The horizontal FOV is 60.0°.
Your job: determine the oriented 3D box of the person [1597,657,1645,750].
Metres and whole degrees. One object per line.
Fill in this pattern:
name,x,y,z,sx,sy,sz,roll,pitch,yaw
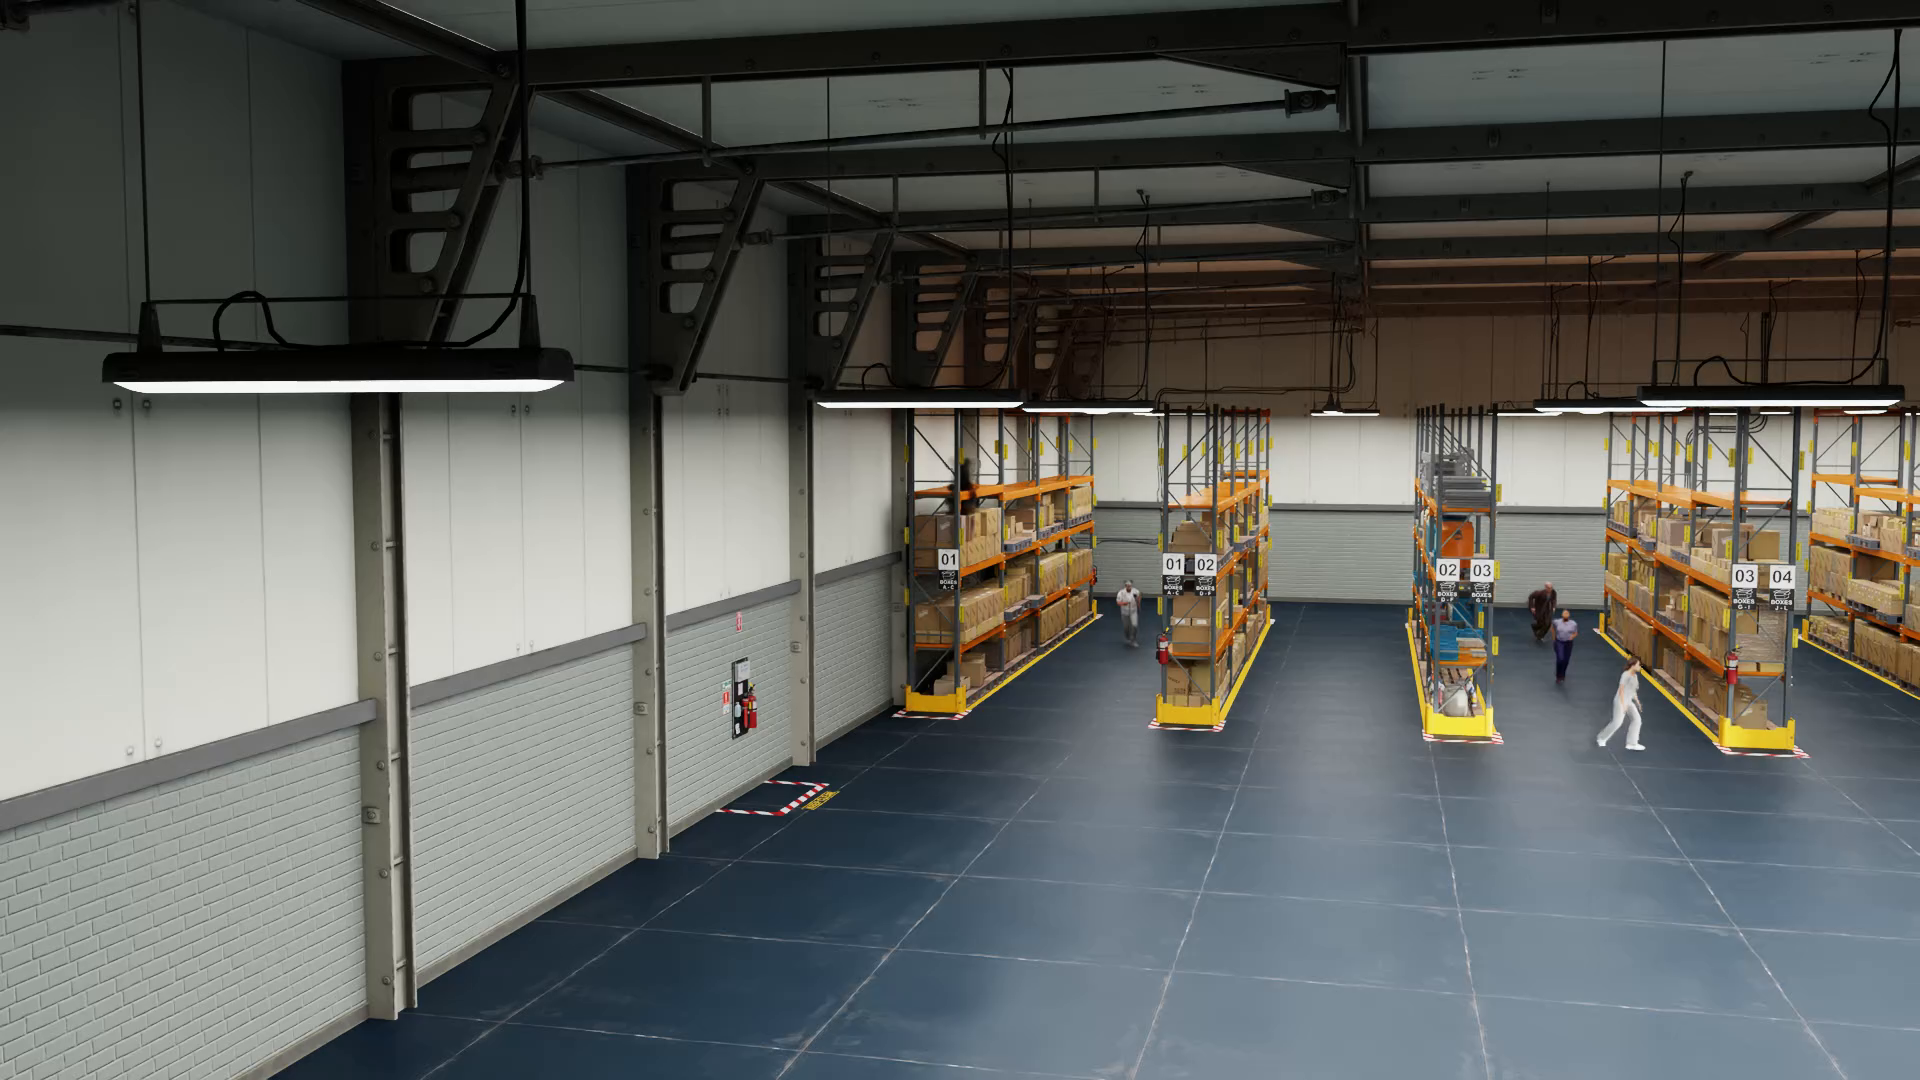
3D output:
person,11.500,2.823,28.904,0.777,1.605,0.644,4,6,42

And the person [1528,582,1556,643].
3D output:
person,14.894,1.839,42.680,0.728,1.587,0.959,-1,4,-8

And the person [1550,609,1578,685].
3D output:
person,13.084,2.305,36.000,0.497,1.666,0.799,0,4,4

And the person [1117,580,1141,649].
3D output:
person,4.238,1.830,41.712,0.605,1.731,0.978,0,4,6
